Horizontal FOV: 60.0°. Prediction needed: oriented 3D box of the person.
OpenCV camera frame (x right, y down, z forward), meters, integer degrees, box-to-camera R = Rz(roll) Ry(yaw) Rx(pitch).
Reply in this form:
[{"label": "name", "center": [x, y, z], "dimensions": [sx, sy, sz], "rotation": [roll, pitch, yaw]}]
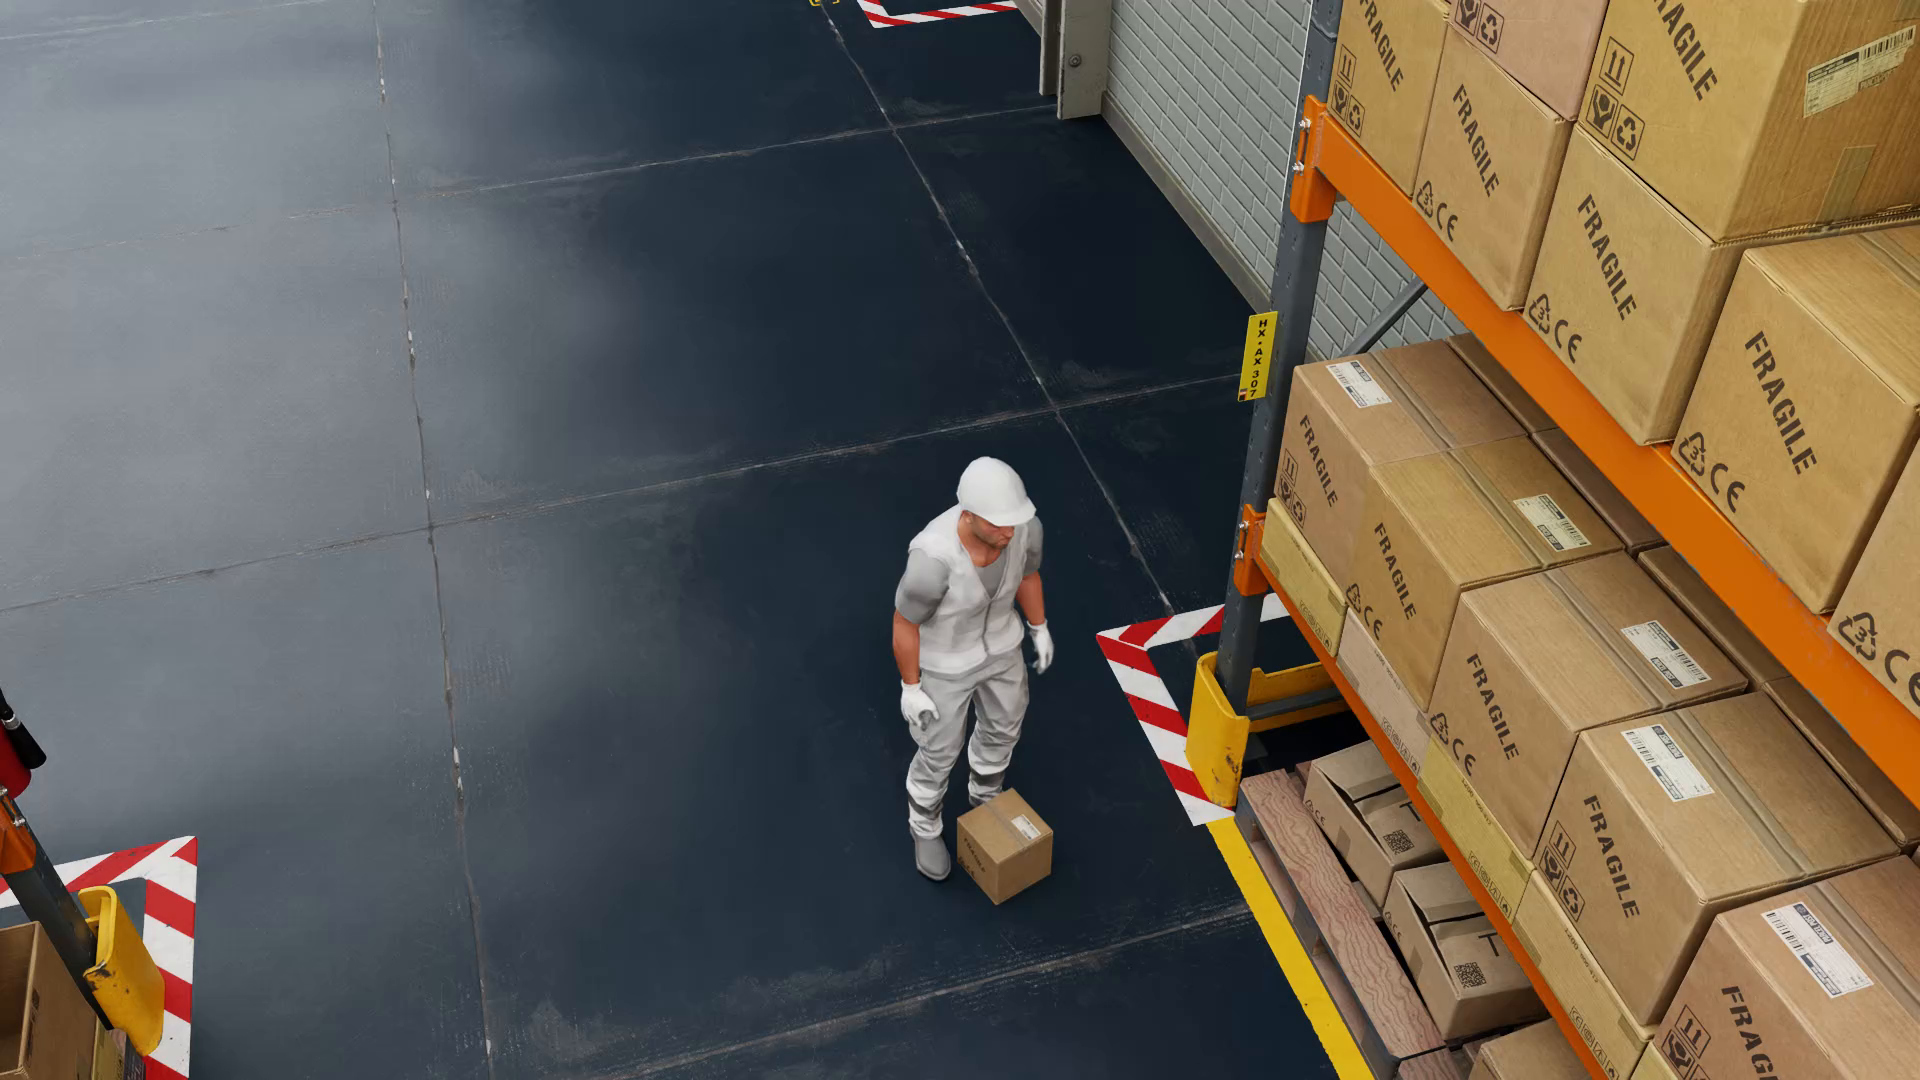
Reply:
[{"label": "person", "center": [0.051, 0.412, 5.687], "dimensions": [0.623, 1.781, 0.446], "rotation": [-24, 47, -24]}]
